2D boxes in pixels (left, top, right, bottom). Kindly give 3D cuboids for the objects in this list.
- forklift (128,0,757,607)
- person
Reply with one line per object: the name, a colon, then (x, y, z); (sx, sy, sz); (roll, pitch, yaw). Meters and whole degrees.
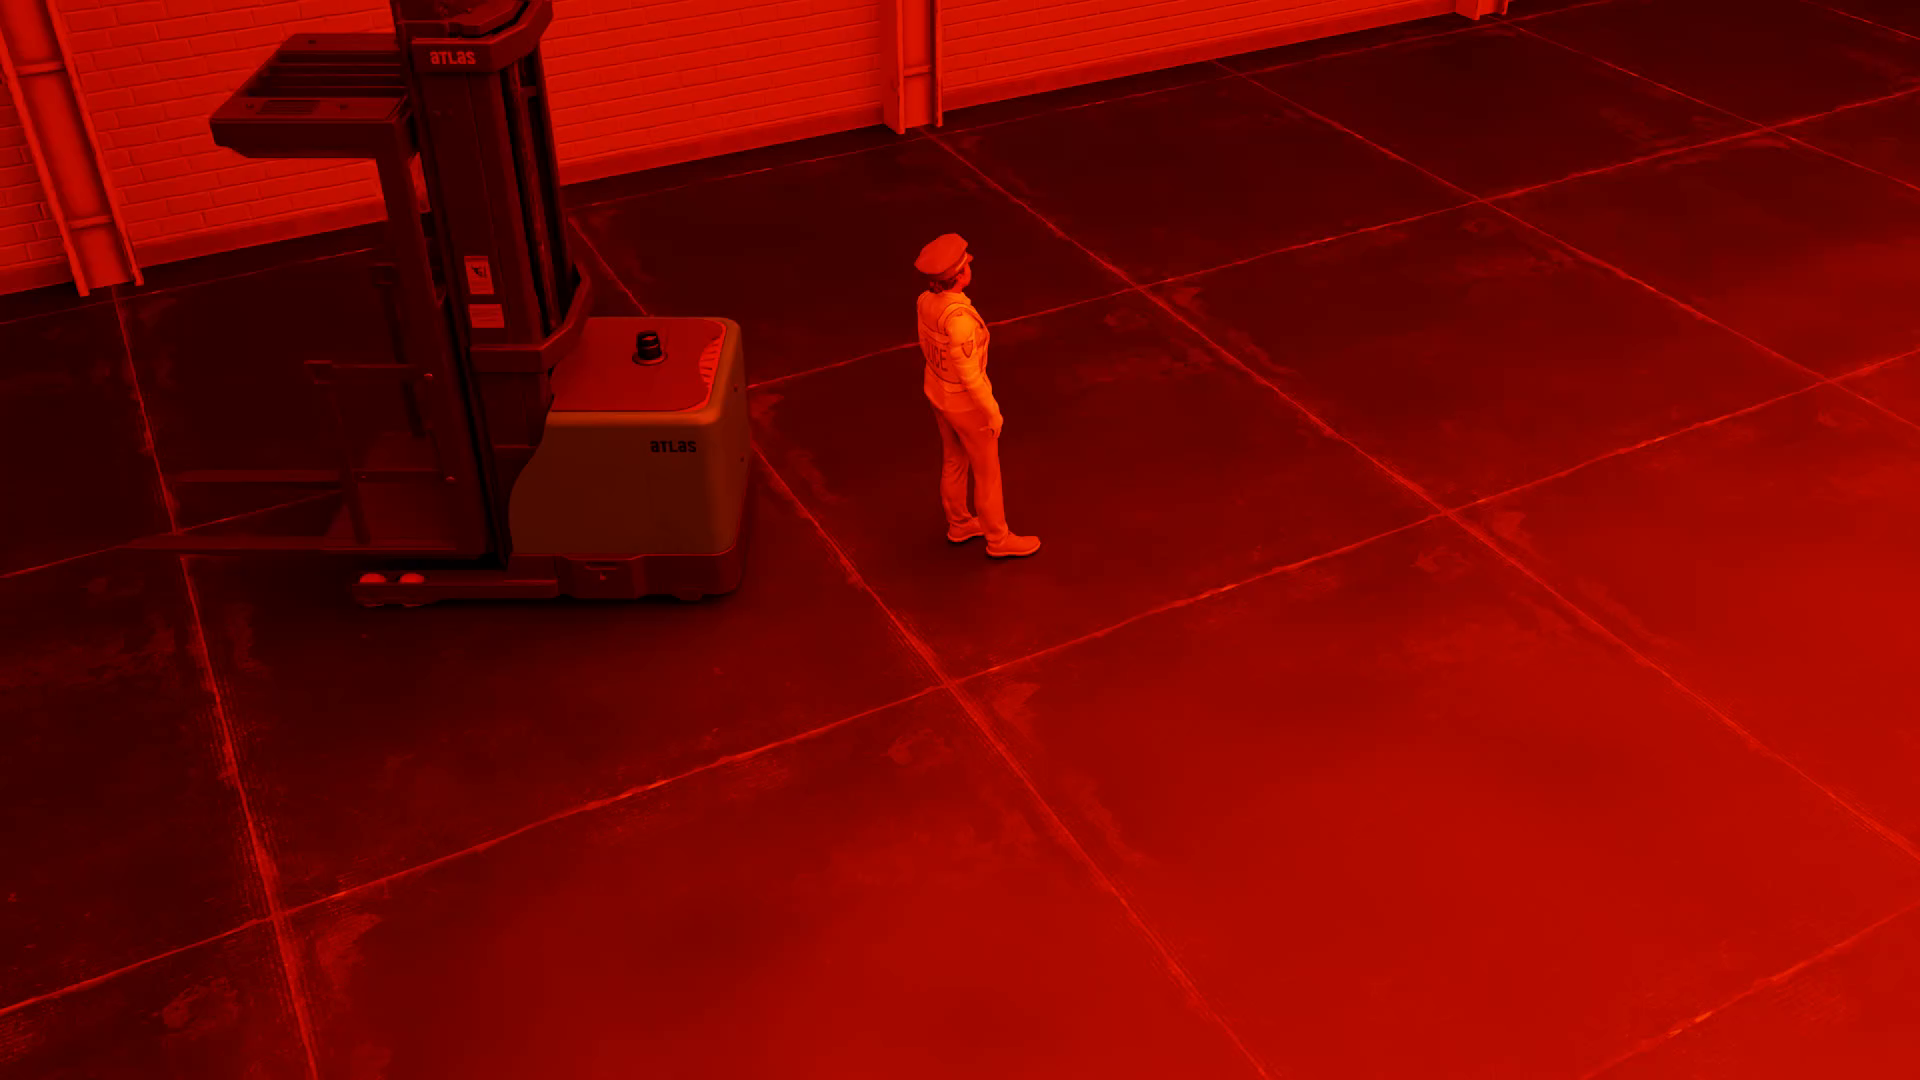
forklift: (-2.606, -1.173, 7.782); (3.031, 2.935, 1.130); (0, 35, 0)
person: (0.064, -0.713, 8.191); (0.529, 1.694, 0.587); (-17, 39, -23)
